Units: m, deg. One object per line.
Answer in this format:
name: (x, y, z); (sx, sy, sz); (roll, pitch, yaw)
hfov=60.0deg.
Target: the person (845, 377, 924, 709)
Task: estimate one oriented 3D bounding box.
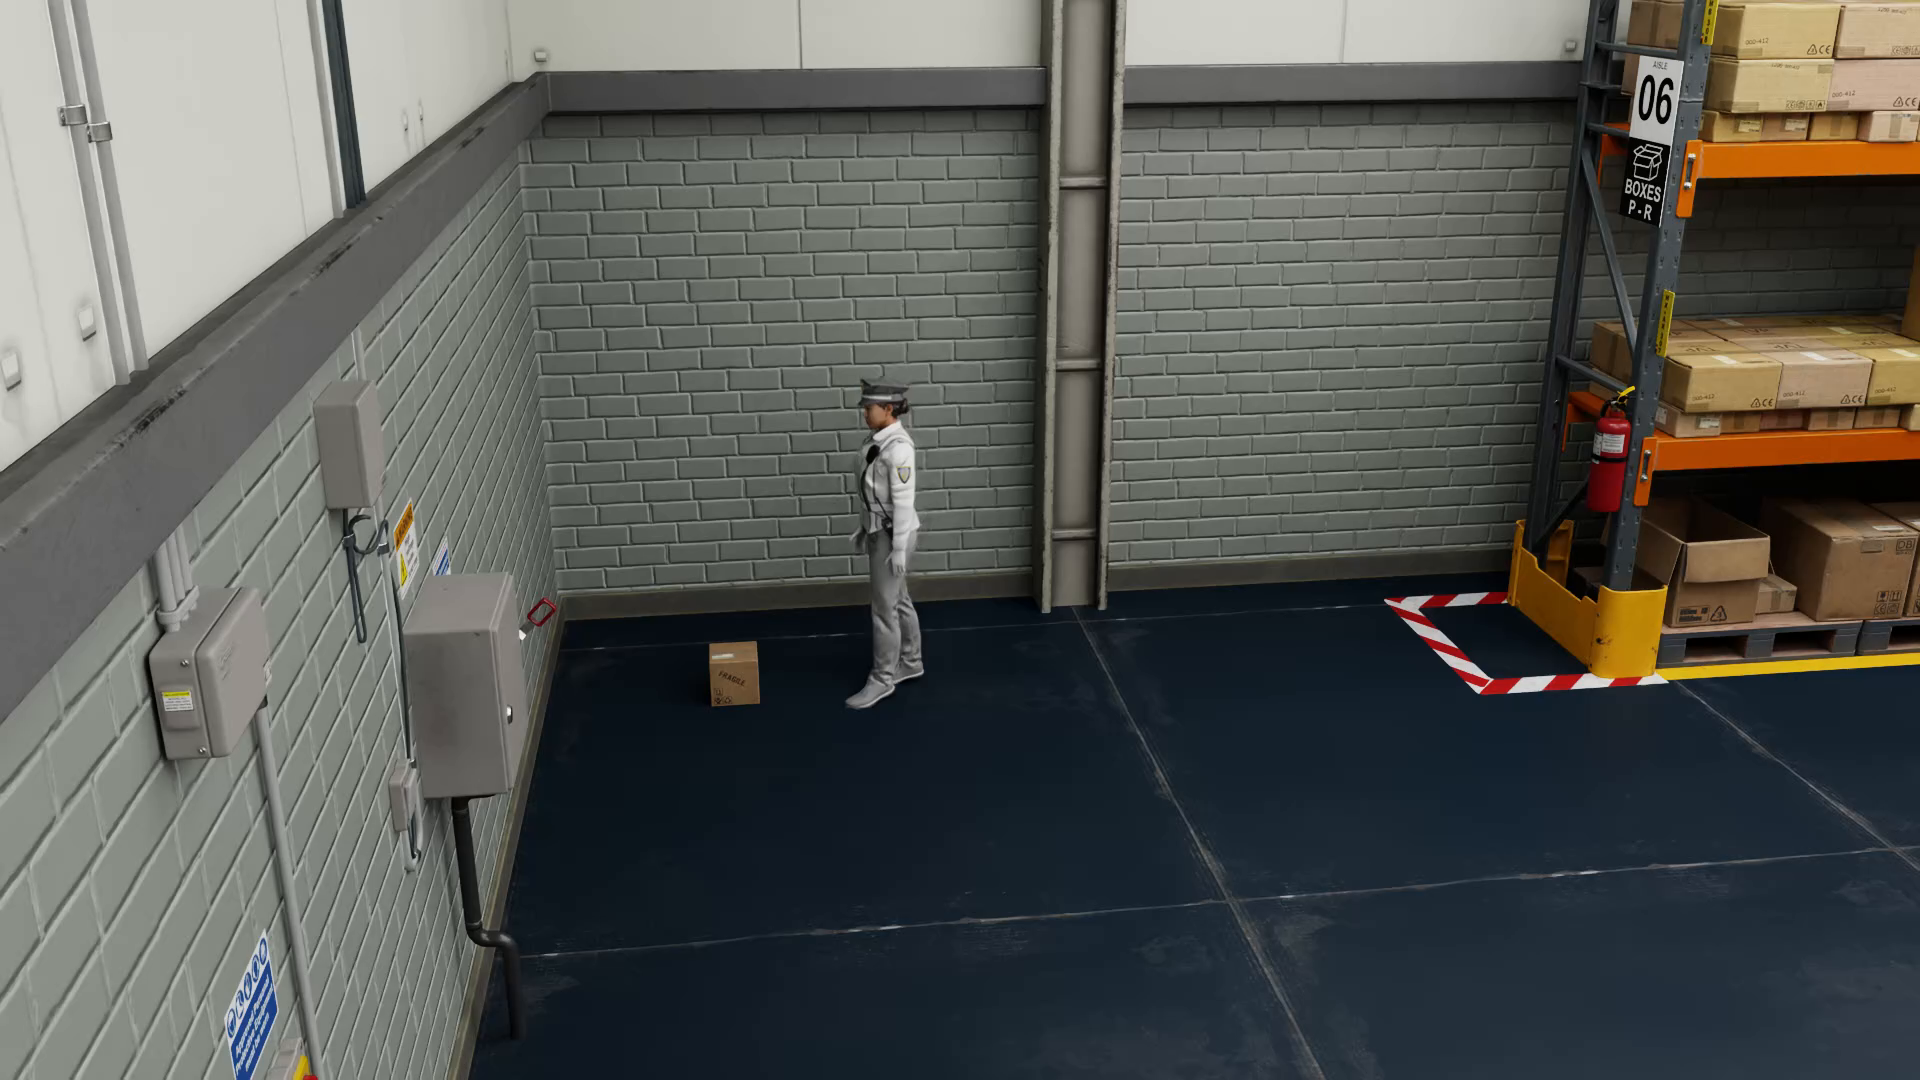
person: (-0.413, 0.001, 8.559); (0.480, 1.697, 0.508); (-6, 21, -15)
